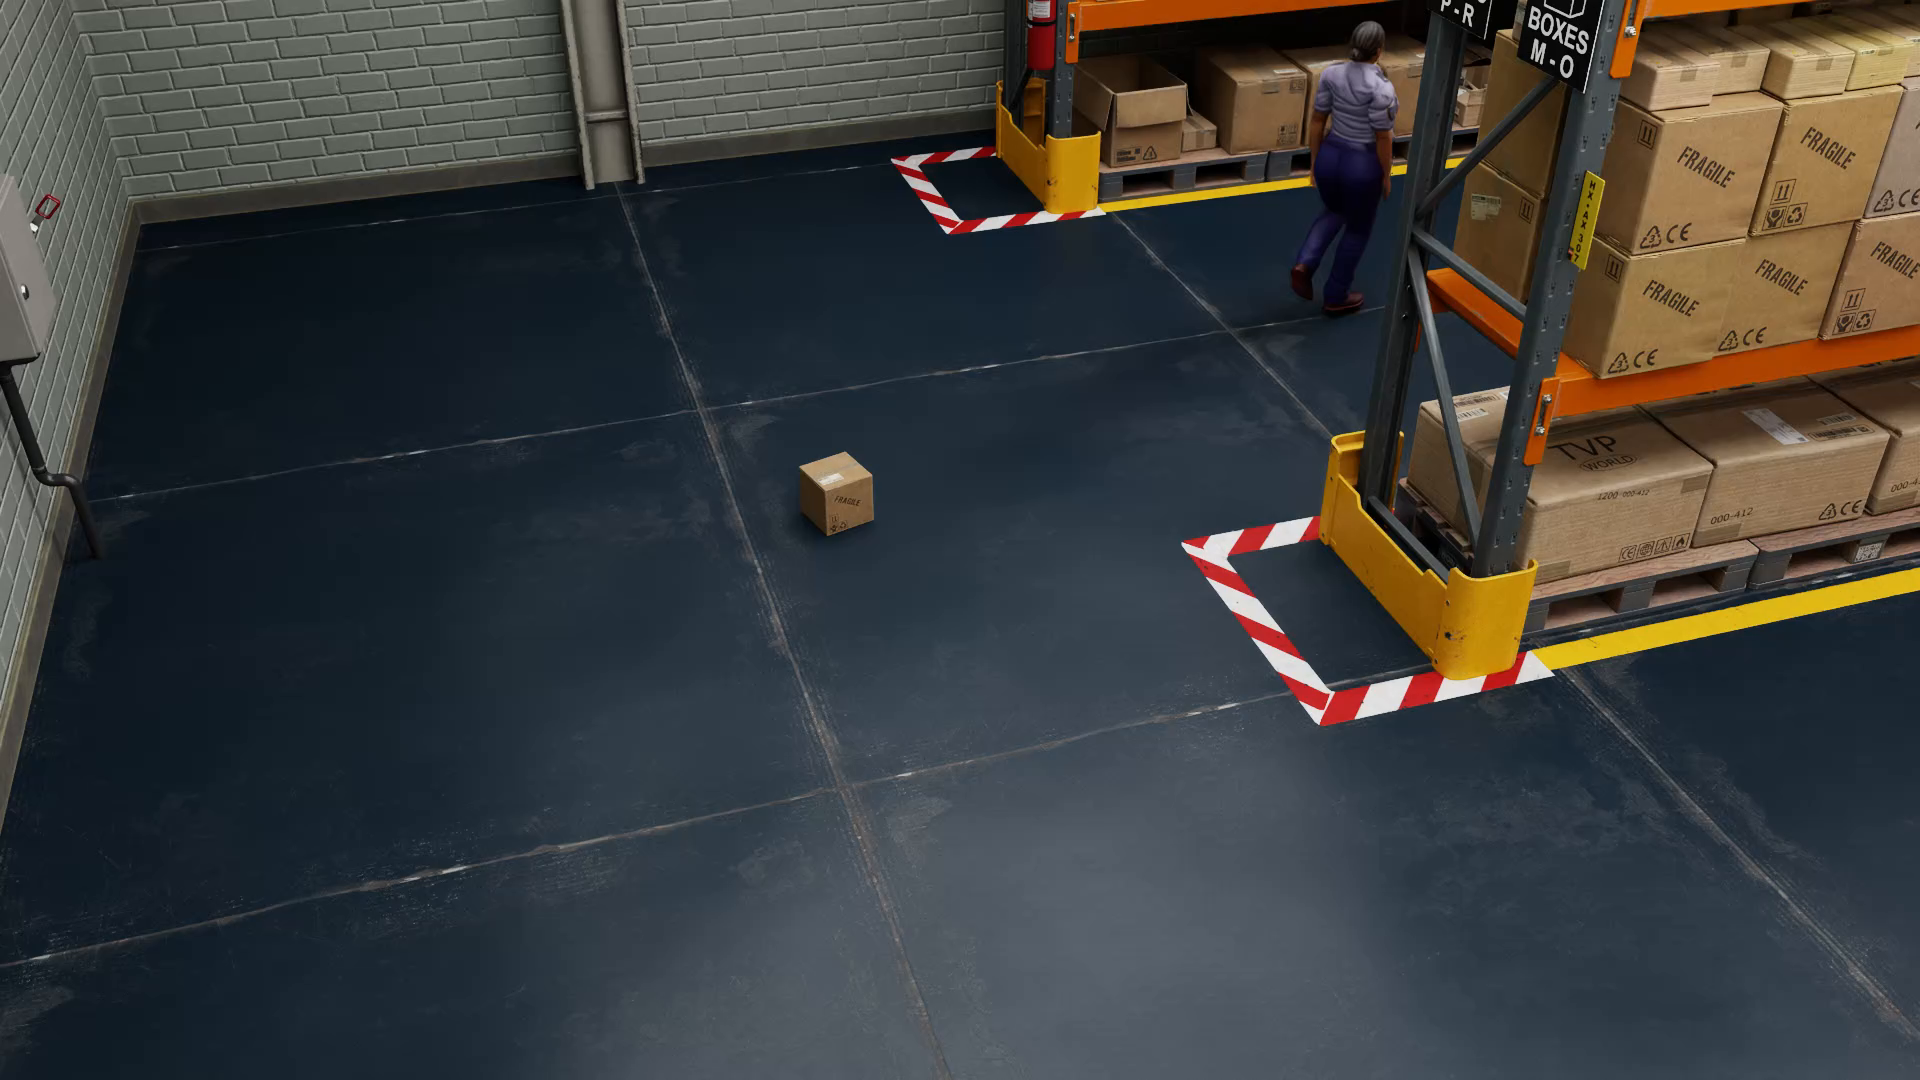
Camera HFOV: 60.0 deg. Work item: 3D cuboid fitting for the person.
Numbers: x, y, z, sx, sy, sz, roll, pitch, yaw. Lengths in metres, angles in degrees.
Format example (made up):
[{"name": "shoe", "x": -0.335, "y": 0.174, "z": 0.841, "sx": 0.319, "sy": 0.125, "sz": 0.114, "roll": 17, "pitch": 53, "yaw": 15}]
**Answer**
[{"name": "person", "x": 2.147, "y": -2.034, "z": 9.126, "sx": 0.470, "sy": 1.625, "sz": 0.482, "roll": -27, "pitch": 43, "yaw": -34}]
